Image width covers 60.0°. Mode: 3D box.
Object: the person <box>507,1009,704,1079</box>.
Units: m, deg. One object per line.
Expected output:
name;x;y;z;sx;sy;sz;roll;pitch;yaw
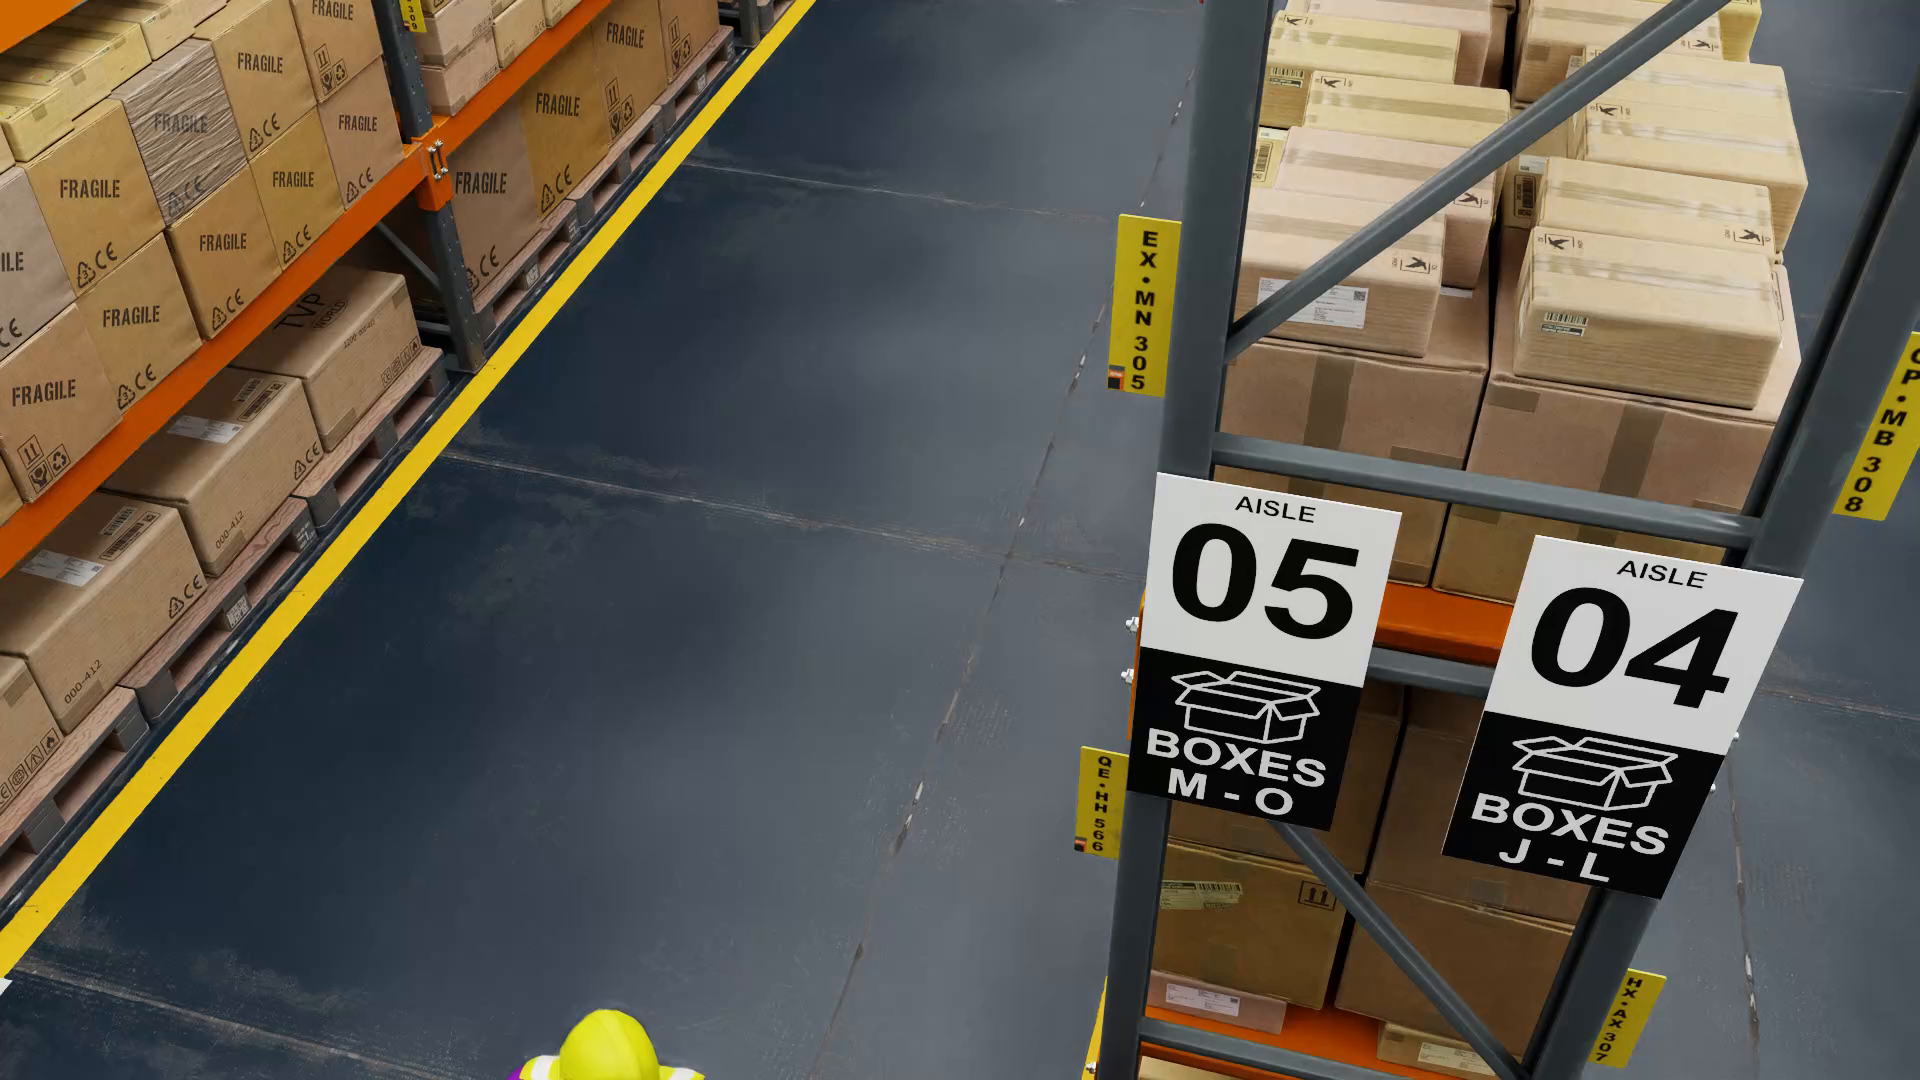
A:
person;-0.853;1.761;4.079;0.673;1.762;0.474;6;41;7
